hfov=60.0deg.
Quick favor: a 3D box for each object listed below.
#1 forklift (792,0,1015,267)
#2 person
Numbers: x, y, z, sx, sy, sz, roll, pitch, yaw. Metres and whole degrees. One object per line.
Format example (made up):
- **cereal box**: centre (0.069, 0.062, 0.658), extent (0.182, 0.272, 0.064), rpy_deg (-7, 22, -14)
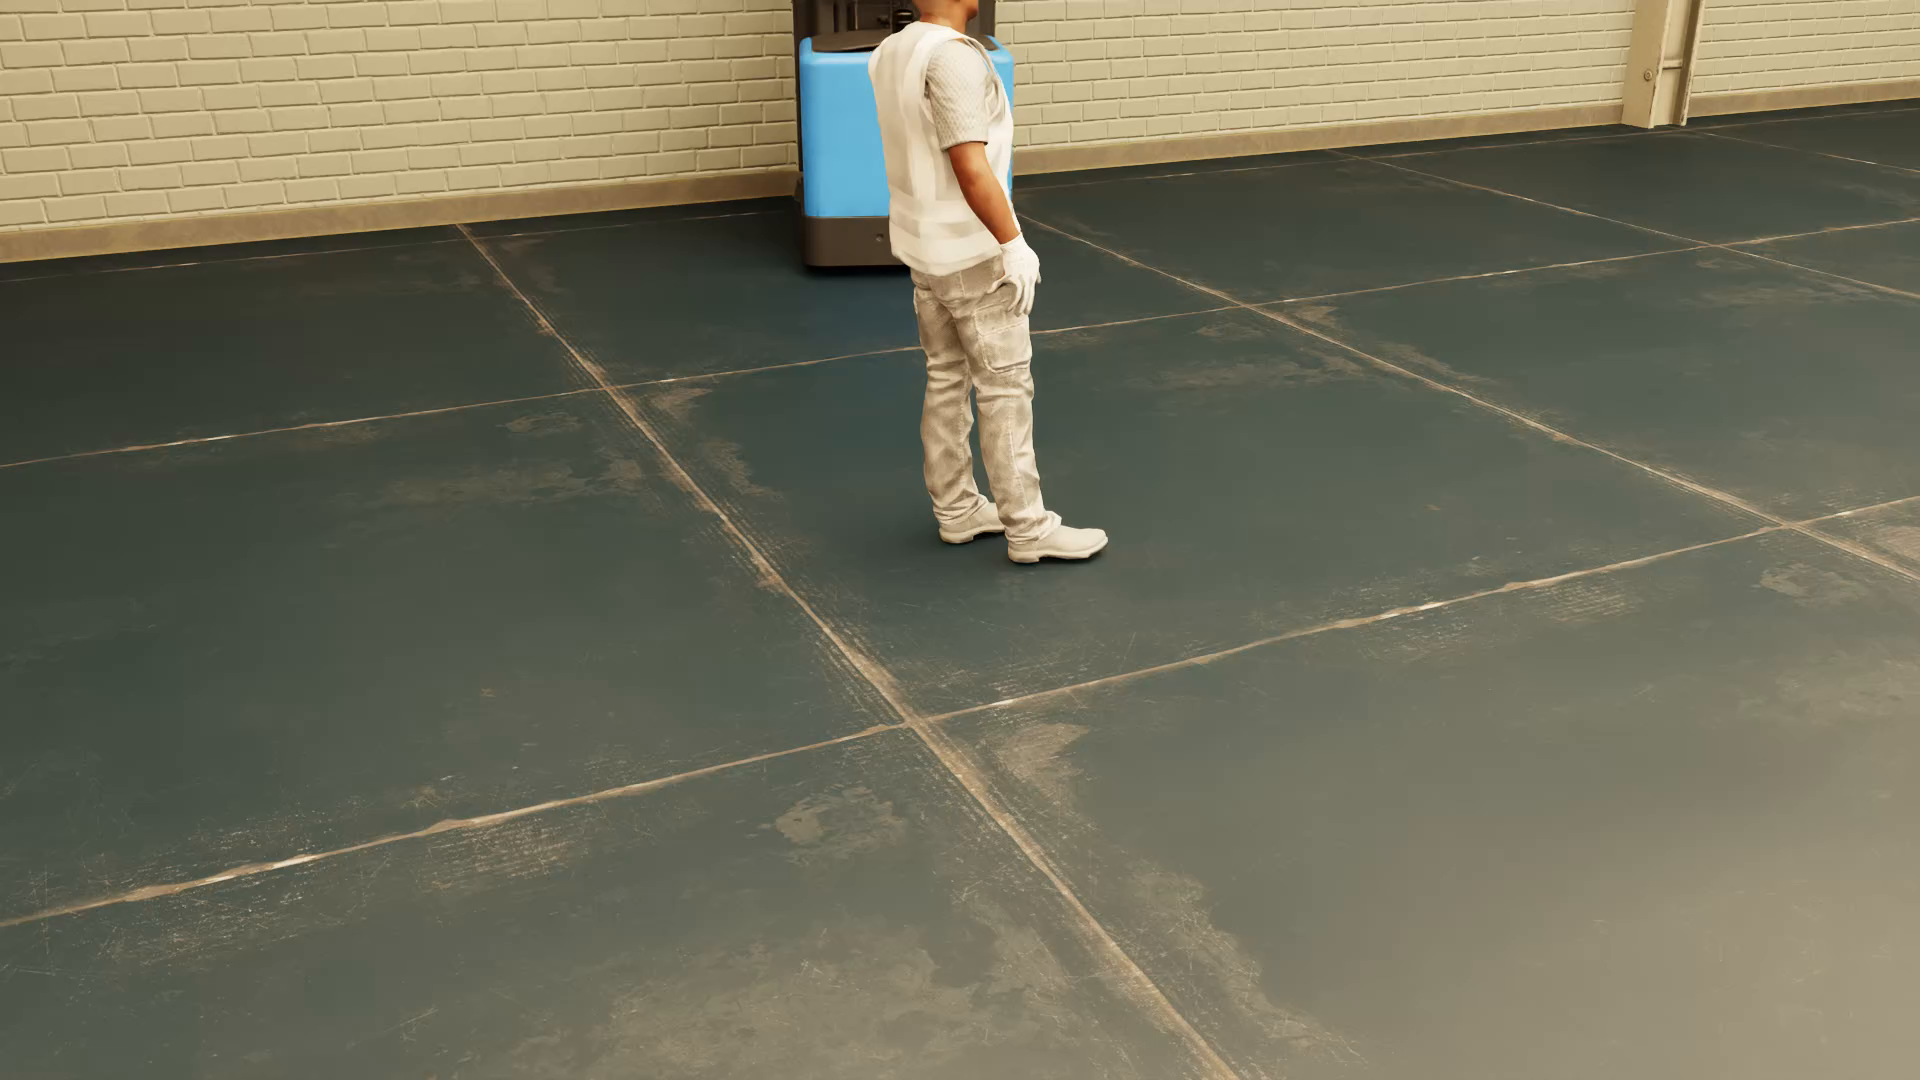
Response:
- **forklift**: centre (-0.376, -3.218, 9.033), extent (1.130, 2.935, 3.031), rpy_deg (-2, 23, -5)
- **person**: centre (0.069, -0.839, 4.783), extent (0.575, 1.785, 0.657), rpy_deg (-10, 25, -23)
